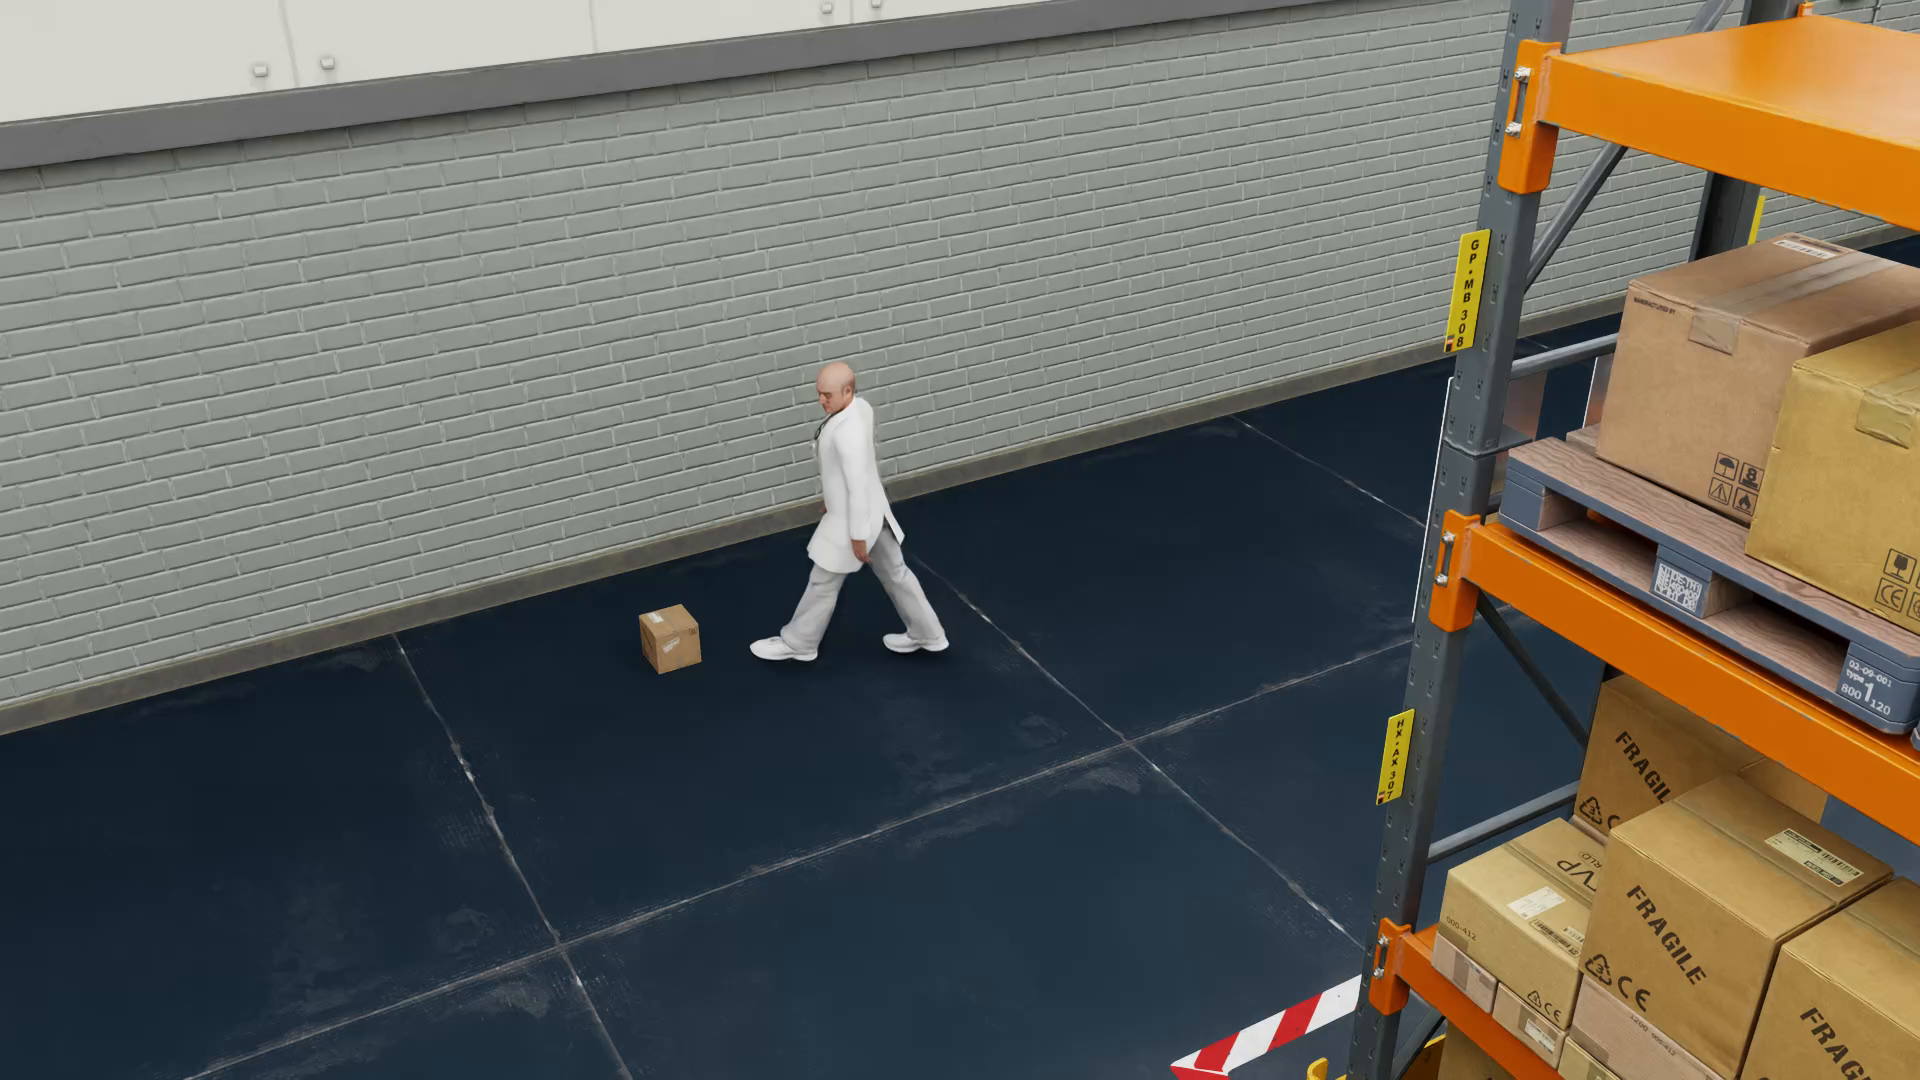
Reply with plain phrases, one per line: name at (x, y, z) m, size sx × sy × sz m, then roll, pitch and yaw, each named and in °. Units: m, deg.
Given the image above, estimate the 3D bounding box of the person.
person at (-0.596, -0.136, 8.813) m, size 1.067 × 1.730 × 0.591 m, roll 4°, pitch 29°, yaw 8°
